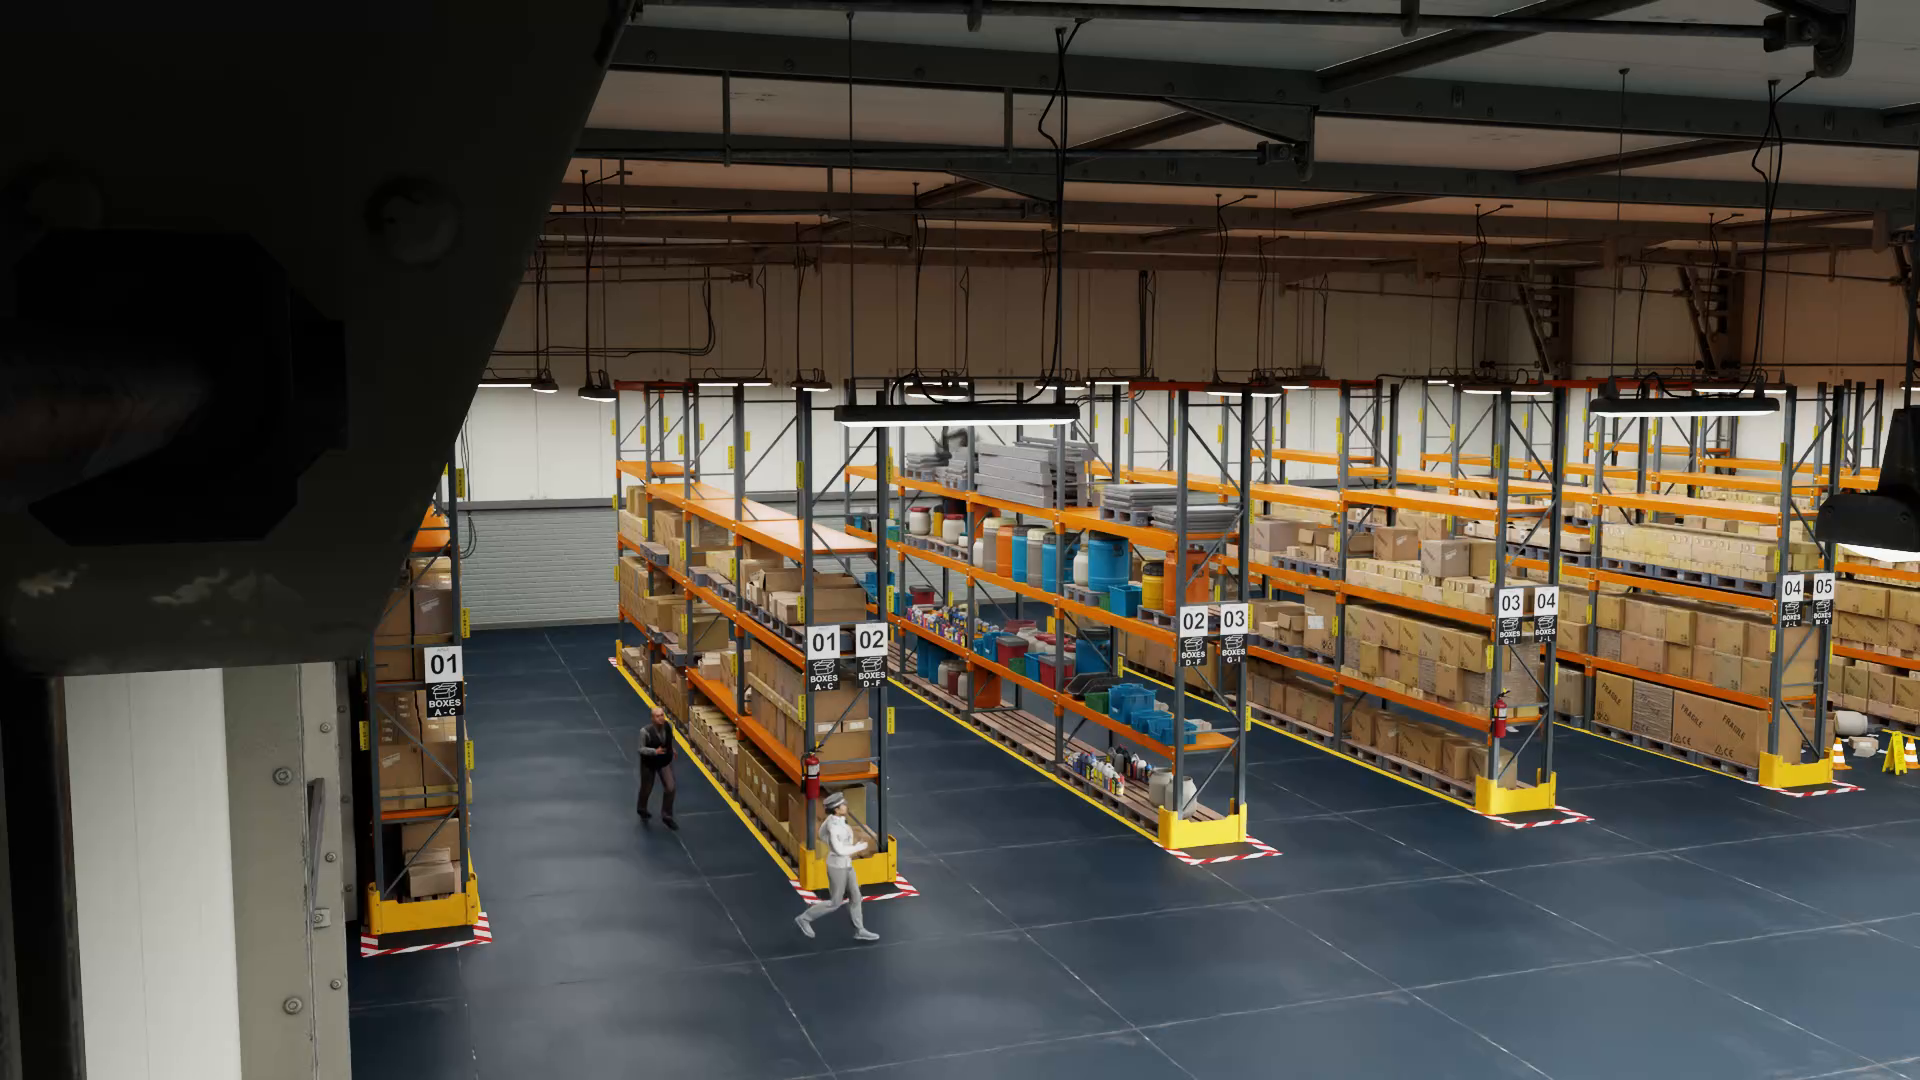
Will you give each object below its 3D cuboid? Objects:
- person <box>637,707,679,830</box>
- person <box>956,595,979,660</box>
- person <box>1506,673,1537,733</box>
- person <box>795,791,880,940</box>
[{"bbox_3d":[-4.160,3.094,22.768,0.657,1.697,0.976,-4,7,-32],"label":"person"},{"bbox_3d":[0.087,1.869,35.368,0.596,1.495,0.810,-4,7,-35],"label":"person"},{"bbox_3d":[9.522,2.474,28.725,0.804,1.717,0.749,4,7,31],"label":"person"},{"bbox_3d":[-1.341,3.563,18.154,0.913,1.668,0.601,0,6,1],"label":"person"}]
